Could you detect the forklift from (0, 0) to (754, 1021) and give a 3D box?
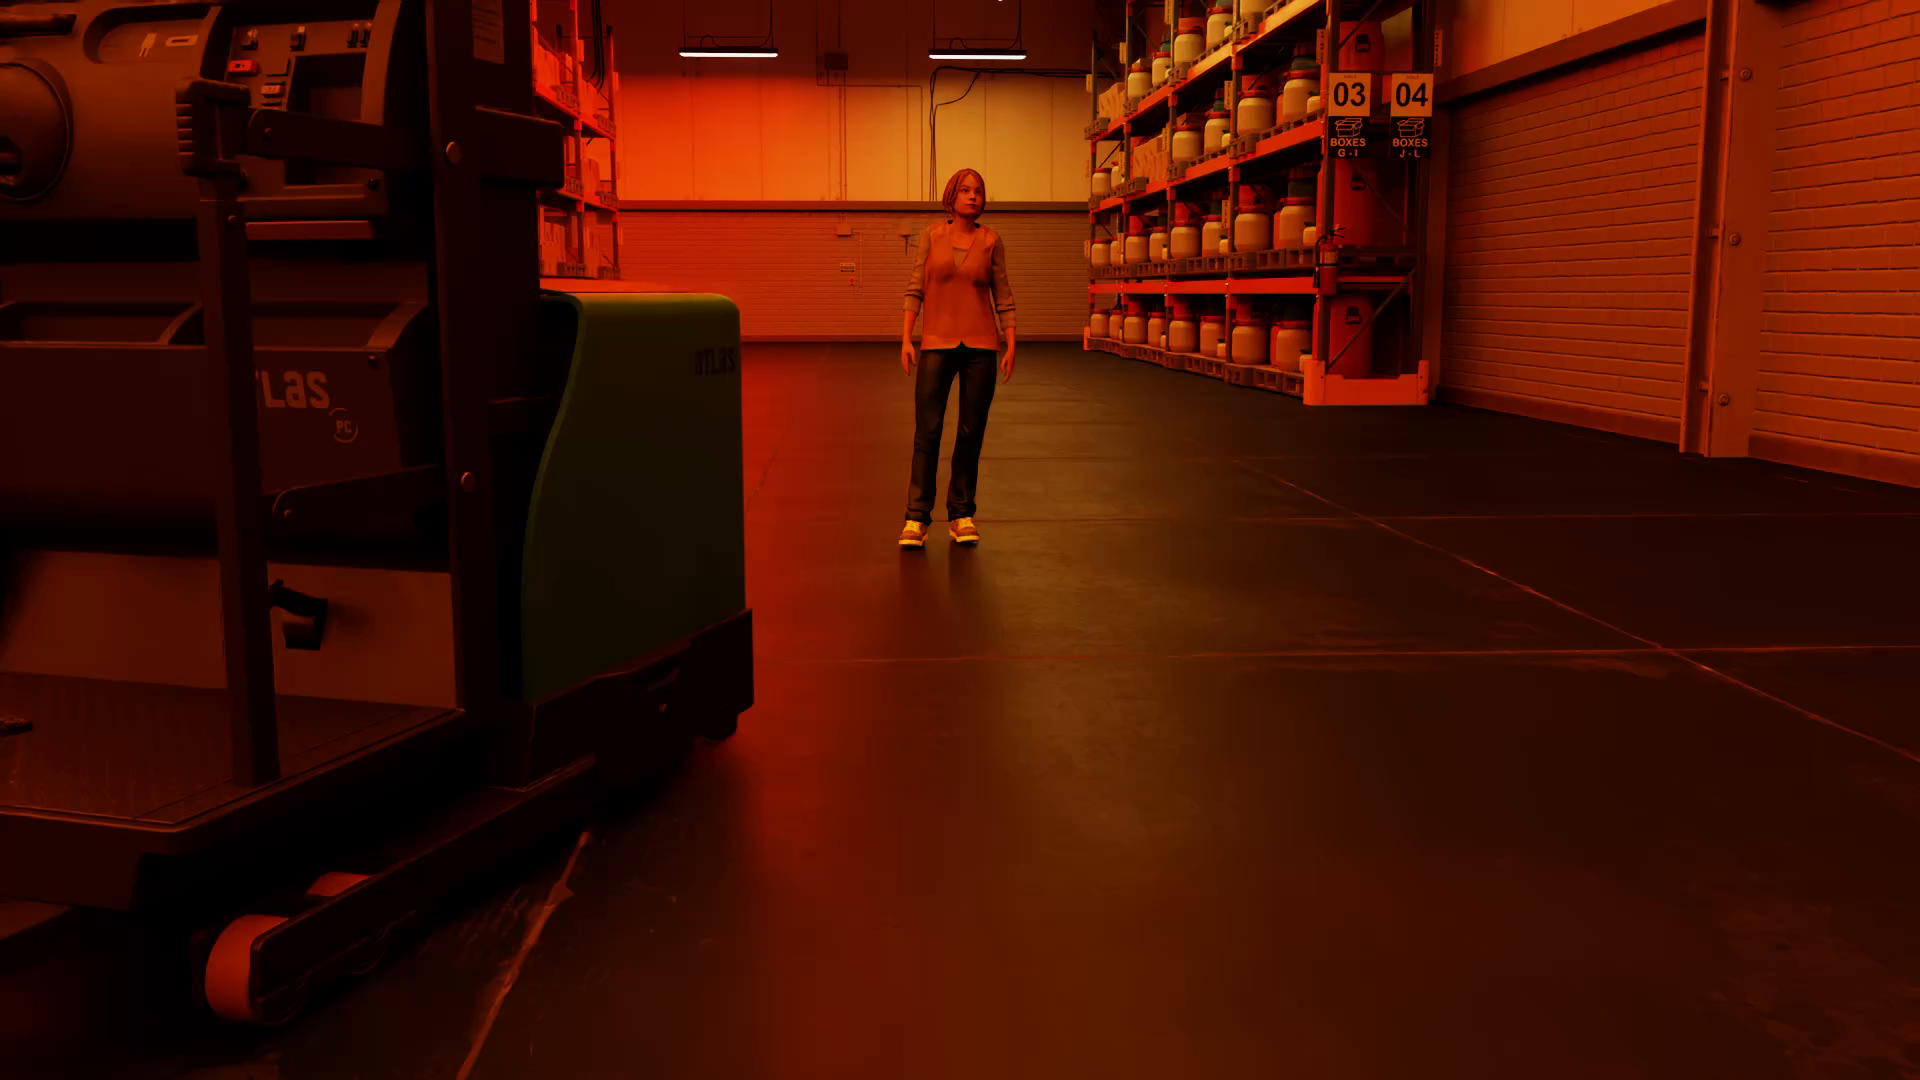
[{"bbox_3d":[-1.429,-0.794,2.677,1.130,2.935,3.031,3,9,17],"label":"forklift"}]

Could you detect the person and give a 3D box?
[{"bbox_3d":[-0.007,-1.132,7.166,0.502,0.914,0.256,-1,8,-4],"label":"person"}]
